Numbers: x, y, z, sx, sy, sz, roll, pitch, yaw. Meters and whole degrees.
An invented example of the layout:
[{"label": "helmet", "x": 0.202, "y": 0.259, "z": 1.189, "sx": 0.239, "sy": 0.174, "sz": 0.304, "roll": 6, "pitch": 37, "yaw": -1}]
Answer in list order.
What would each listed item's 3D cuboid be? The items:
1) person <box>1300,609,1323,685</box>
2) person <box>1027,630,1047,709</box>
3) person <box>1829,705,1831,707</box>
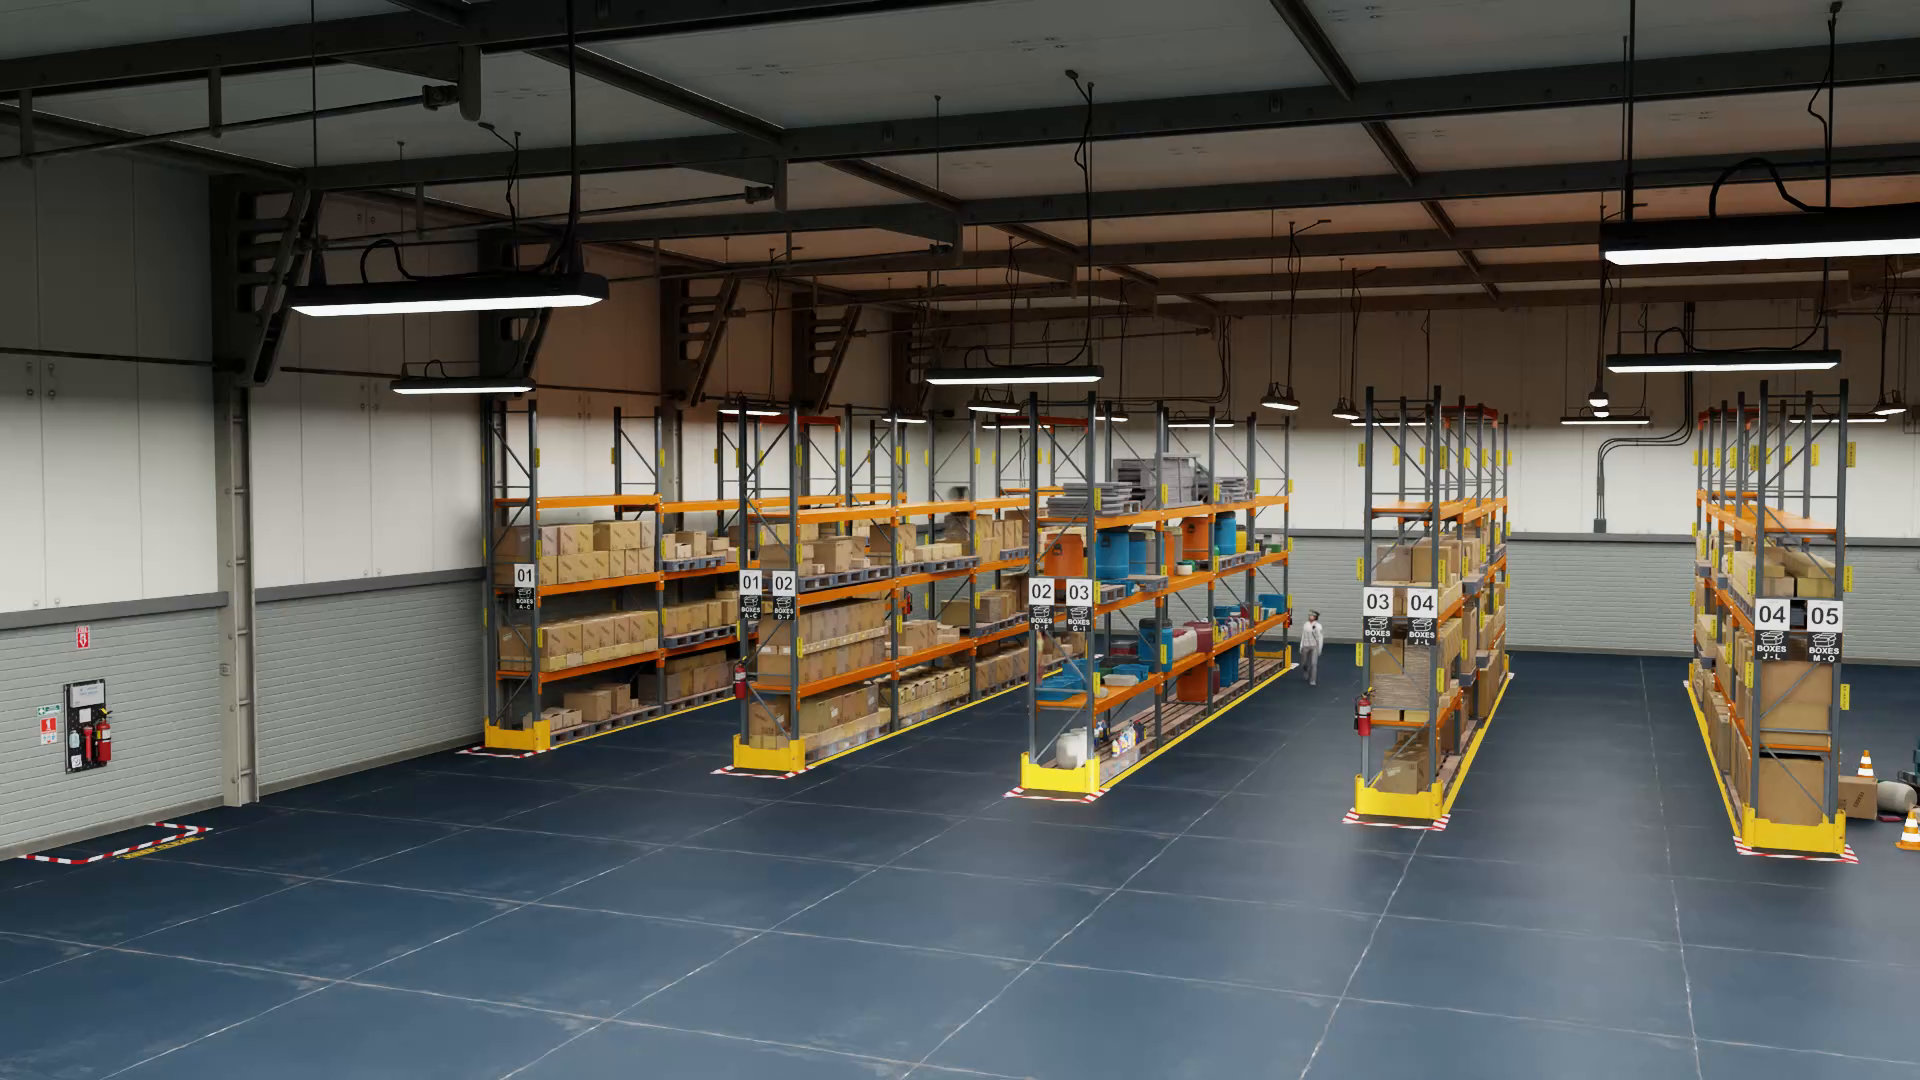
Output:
[{"label": "person", "x": 7.777, "y": 2.351, "z": 36.752, "sx": 0.515, "sy": 1.651, "sz": 0.708, "roll": 1, "pitch": 3, "yaw": 18}, {"label": "person", "x": 1.538, "y": 2.530, "z": 33.110, "sx": 0.408, "sy": 1.672, "sz": 0.488, "roll": 0, "pitch": 3, "yaw": -5}, {"label": "person", "x": 17.262, "y": 2.475, "z": 33.416, "sx": 0.453, "sy": 1.776, "sz": 0.558, "roll": 3, "pitch": 4, "yaw": 44}]
